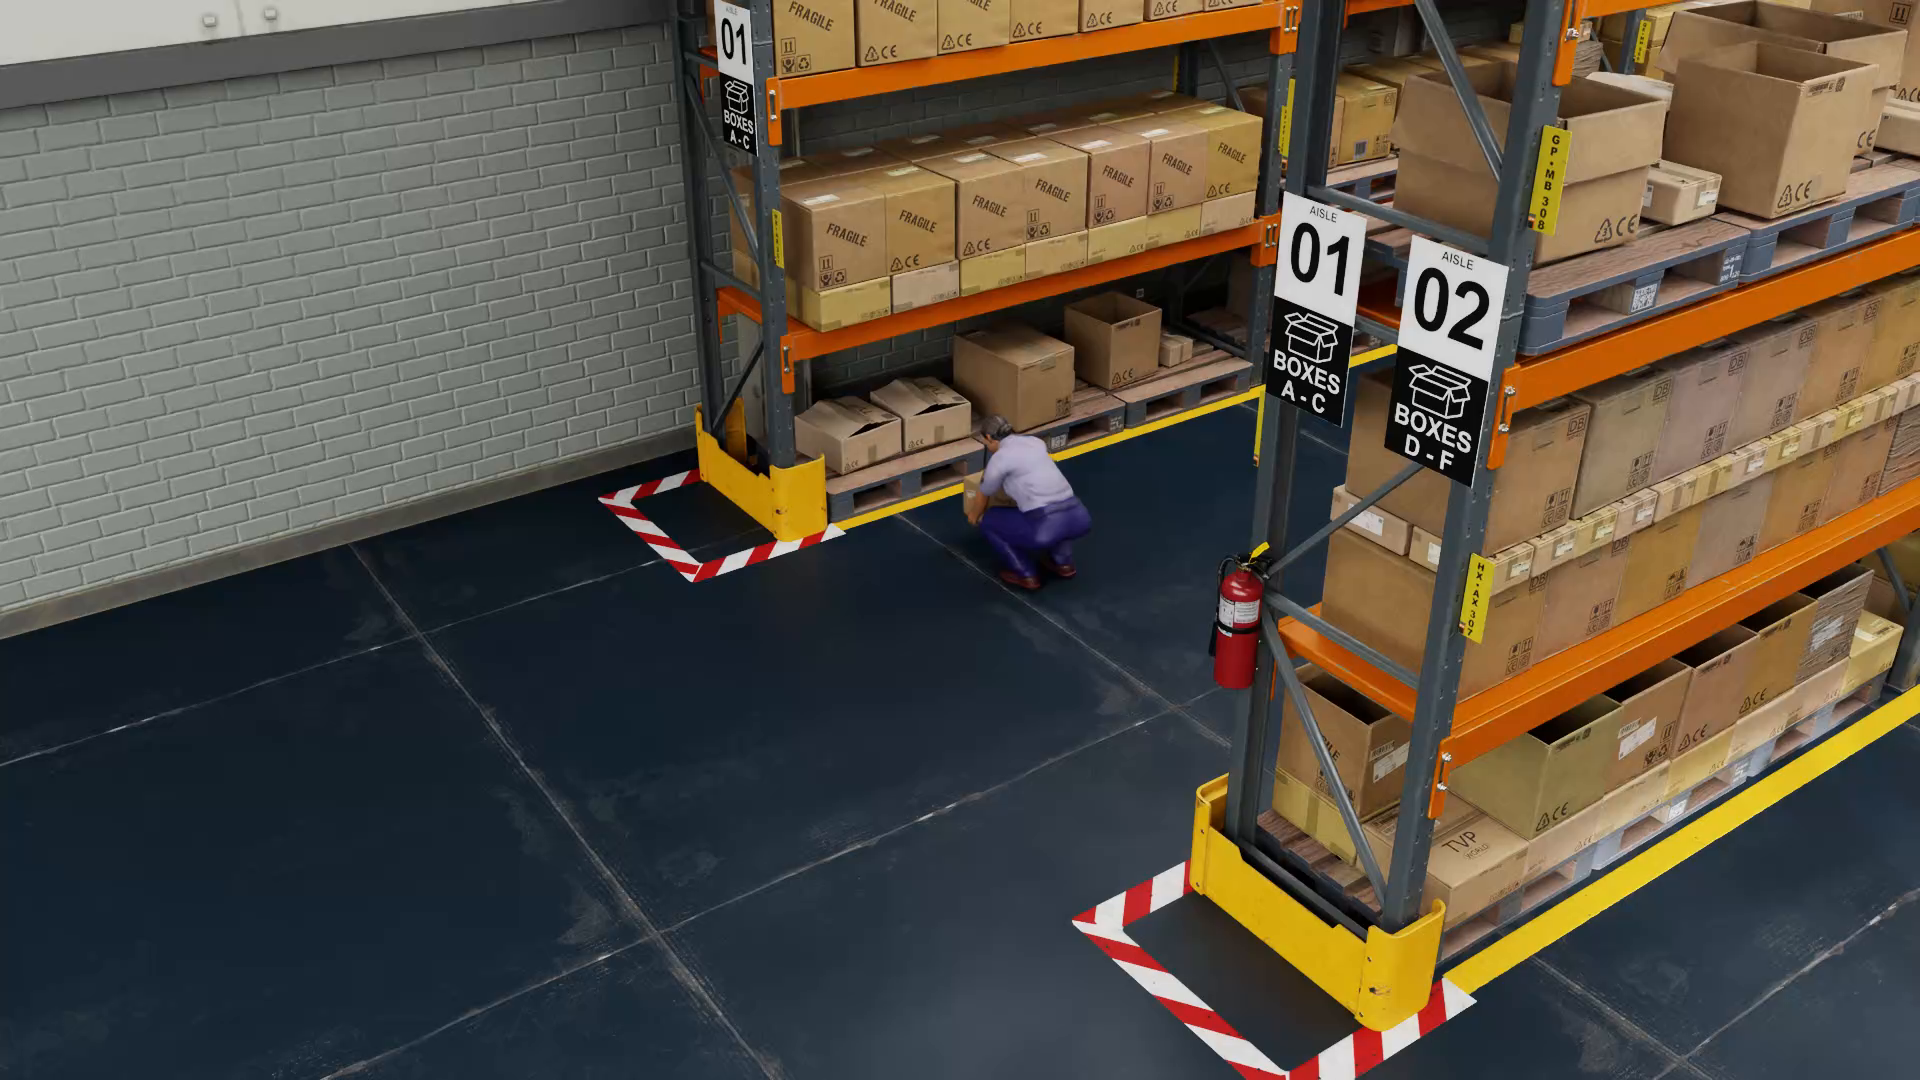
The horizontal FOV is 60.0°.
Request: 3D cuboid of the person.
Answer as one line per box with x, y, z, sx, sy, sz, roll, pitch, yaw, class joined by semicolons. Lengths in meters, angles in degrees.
0.386;-0.246;9.843;0.516;0.940;0.845;-20;34;-31;person
